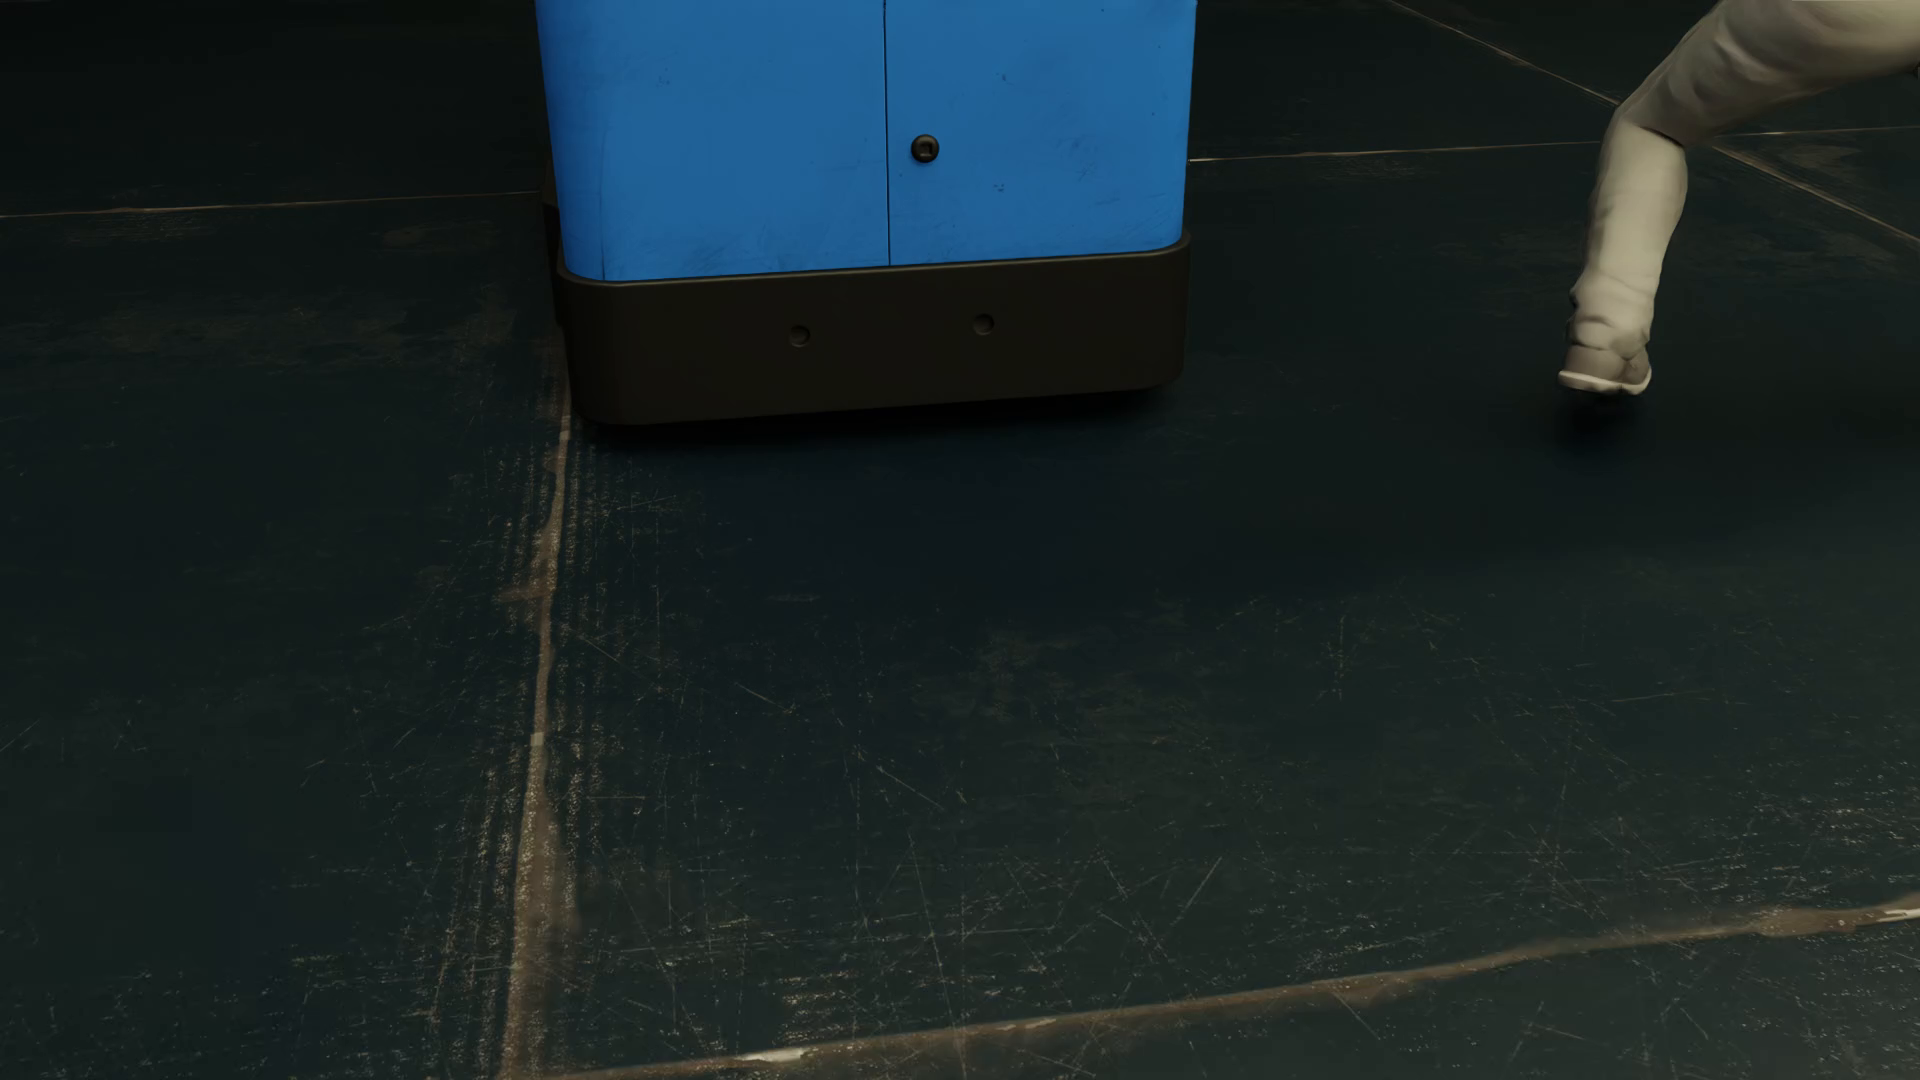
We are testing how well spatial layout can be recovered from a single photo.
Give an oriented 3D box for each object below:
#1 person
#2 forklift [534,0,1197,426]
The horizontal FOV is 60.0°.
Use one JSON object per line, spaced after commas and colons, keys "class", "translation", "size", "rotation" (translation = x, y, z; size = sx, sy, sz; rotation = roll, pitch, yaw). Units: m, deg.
{"class": "person", "translation": [1.538, -0.842, 2.615], "size": [1.040, 1.623, 0.538], "rotation": [4, 28, 7]}
{"class": "forklift", "translation": [-0.377, -2.149, 3.424], "size": [1.130, 2.935, 3.031], "rotation": [-5, 28, -9]}
